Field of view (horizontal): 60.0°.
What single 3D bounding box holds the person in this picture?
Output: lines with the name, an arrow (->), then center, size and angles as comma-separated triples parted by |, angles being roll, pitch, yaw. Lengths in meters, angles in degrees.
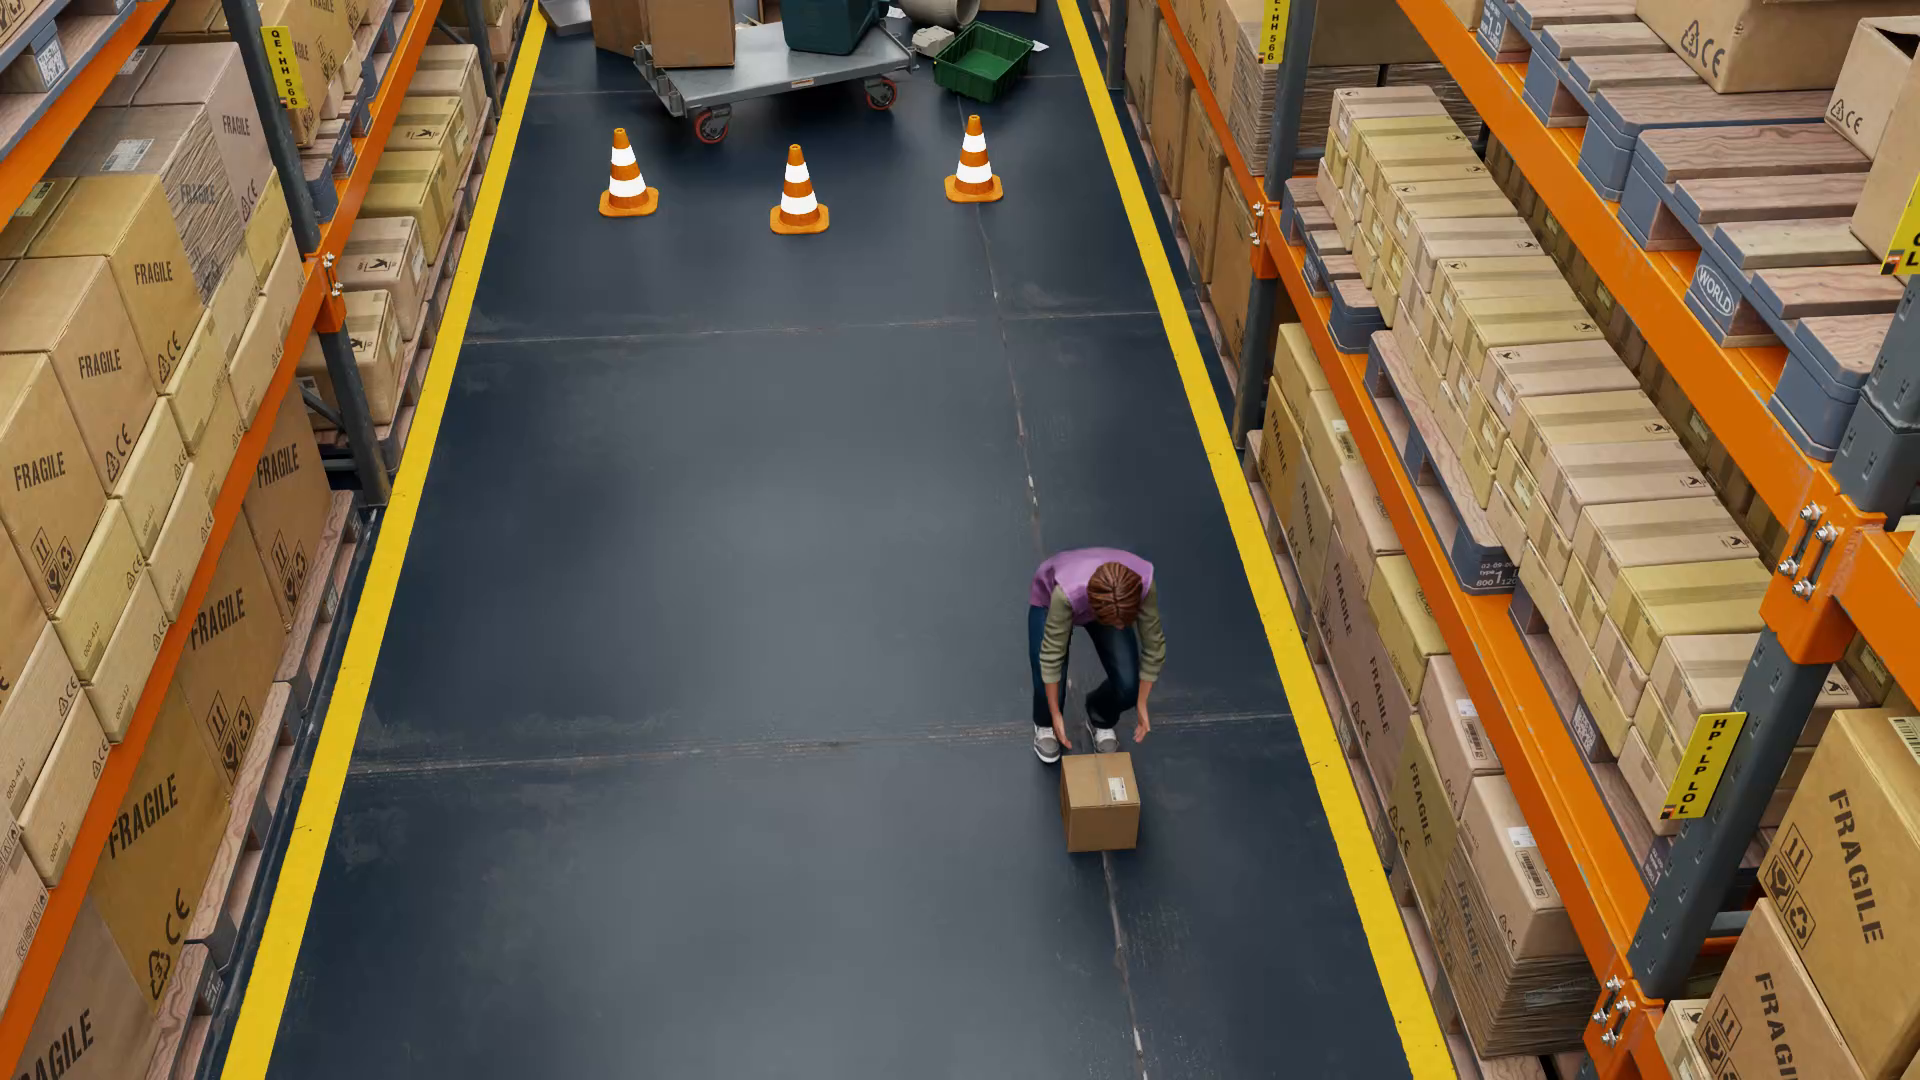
person -> 0.488, 0.377, 6.077 | 0.464, 1.130, 0.736 | -3, 40, -4
